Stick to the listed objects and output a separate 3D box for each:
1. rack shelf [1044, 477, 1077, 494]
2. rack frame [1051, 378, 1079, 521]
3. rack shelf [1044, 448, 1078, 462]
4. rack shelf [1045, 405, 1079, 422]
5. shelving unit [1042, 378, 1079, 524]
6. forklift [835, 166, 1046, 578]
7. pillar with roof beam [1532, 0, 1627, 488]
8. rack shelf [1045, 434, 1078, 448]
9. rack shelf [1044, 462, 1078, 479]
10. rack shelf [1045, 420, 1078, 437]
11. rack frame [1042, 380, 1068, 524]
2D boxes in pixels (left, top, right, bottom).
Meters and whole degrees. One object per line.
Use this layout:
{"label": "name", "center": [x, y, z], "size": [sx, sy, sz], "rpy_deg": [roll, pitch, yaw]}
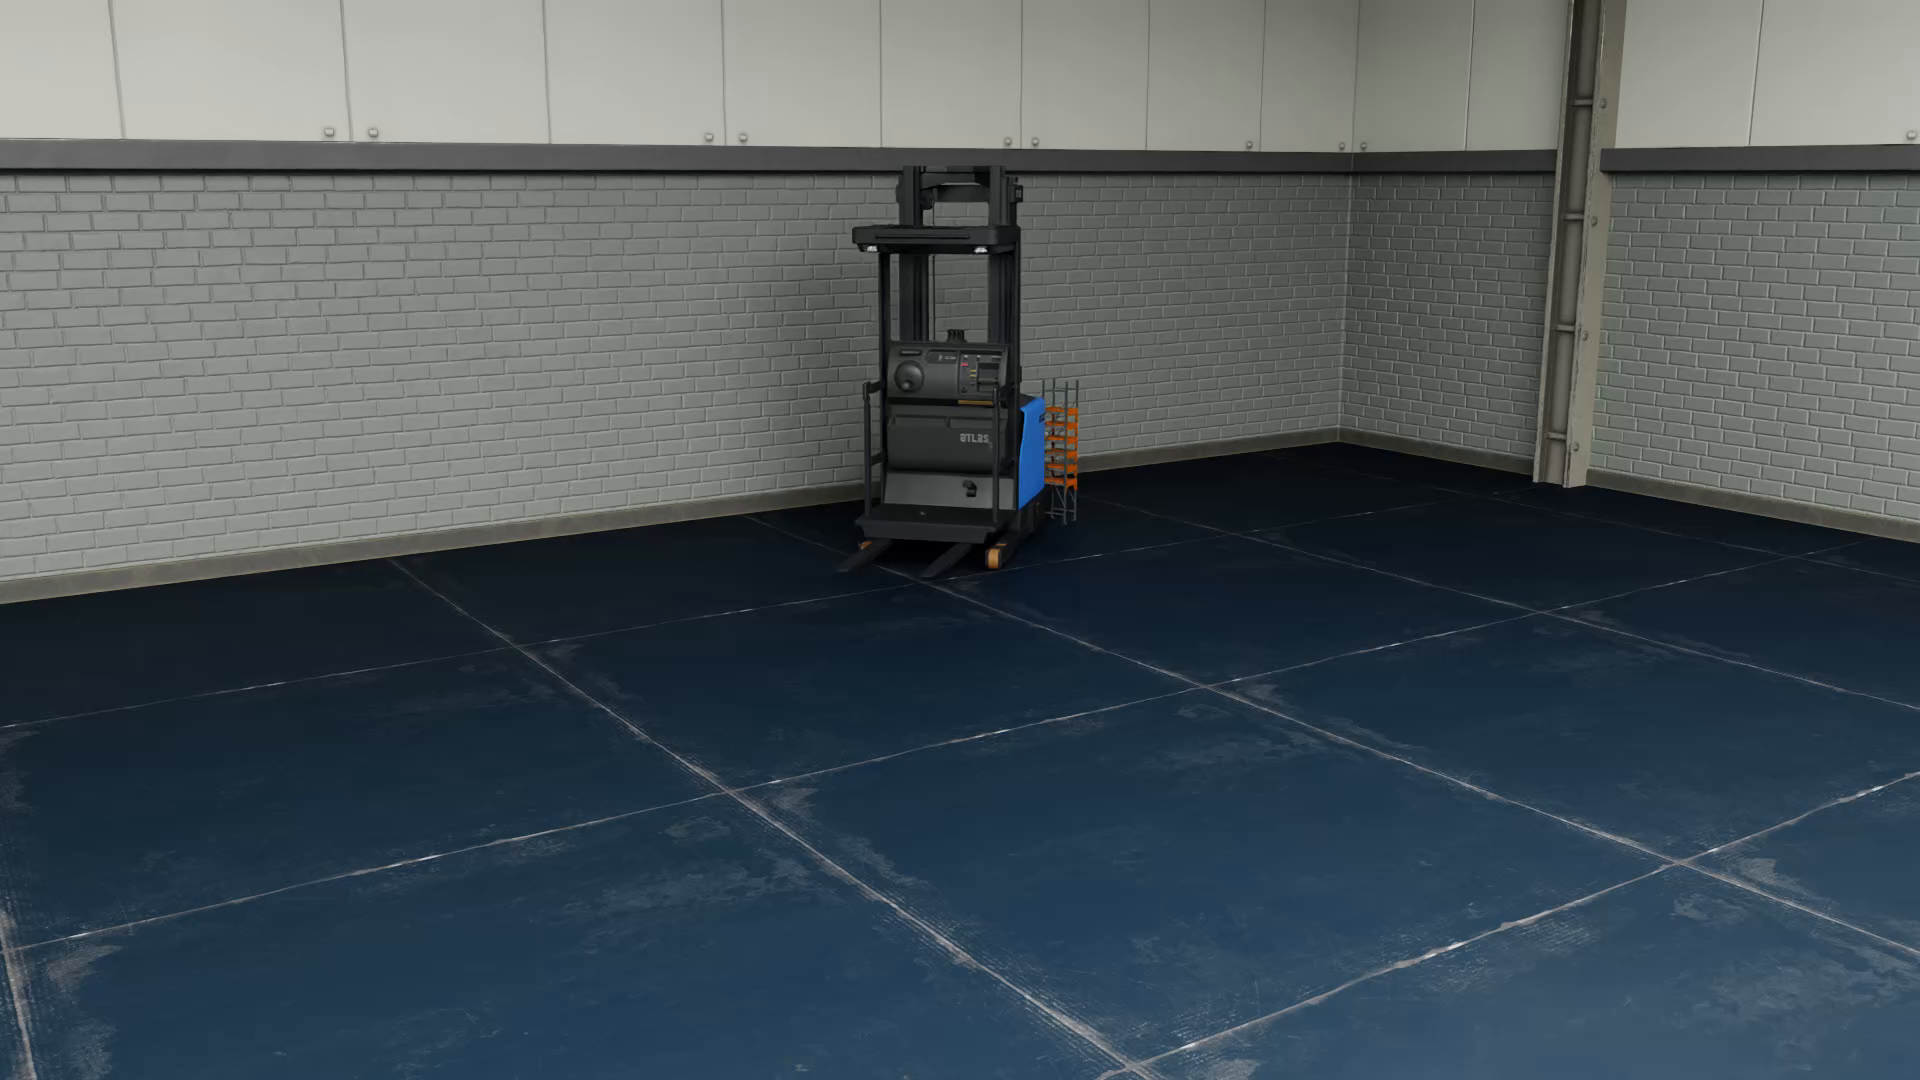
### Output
{"label": "rack shelf", "center": [0.833, -0.469, 14.025], "size": [0.258, 0.103, 0.180], "rpy_deg": [8, 14, 31]}
{"label": "rack frame", "center": [0.883, -0.763, 14.041], "size": [0.240, 1.200, 0.006], "rpy_deg": [8, 14, 31]}
{"label": "rack shelf", "center": [0.834, -0.703, 13.975], "size": [0.258, 0.103, 0.180], "rpy_deg": [8, 14, 31]}
{"label": "rack shelf", "center": [0.835, -1.055, 13.899], "size": [0.258, 0.103, 0.180], "rpy_deg": [8, 14, 31]}
{"label": "shelving unit", "center": [0.834, -0.747, 13.965], "size": [0.258, 1.200, 0.189], "rpy_deg": [8, 14, 31]}
{"label": "forklift", "center": [-0.147, -1.298, 12.436], "size": [1.130, 2.935, 3.031], "rpy_deg": [3, 13, 14]}
{"label": "pillar with roof beam", "center": [2.131, -4.429, 12.552], "size": [9.100, 9.000, 0.400], "rpy_deg": [-8, 15, -33]}
{"label": "rack shelf", "center": [0.834, -0.821, 13.949], "size": [0.258, 0.103, 0.180], "rpy_deg": [8, 14, 31]}
{"label": "rack shelf", "center": [0.834, -0.586, 14.000], "size": [0.258, 0.103, 0.180], "rpy_deg": [8, 14, 31]}
{"label": "rack shelf", "center": [0.835, -0.938, 13.924], "size": [0.258, 0.103, 0.180], "rpy_deg": [8, 14, 31]}
{"label": "rack frame", "center": [0.785, -0.731, 13.890], "size": [0.240, 1.200, 0.006], "rpy_deg": [8, 14, 31]}
